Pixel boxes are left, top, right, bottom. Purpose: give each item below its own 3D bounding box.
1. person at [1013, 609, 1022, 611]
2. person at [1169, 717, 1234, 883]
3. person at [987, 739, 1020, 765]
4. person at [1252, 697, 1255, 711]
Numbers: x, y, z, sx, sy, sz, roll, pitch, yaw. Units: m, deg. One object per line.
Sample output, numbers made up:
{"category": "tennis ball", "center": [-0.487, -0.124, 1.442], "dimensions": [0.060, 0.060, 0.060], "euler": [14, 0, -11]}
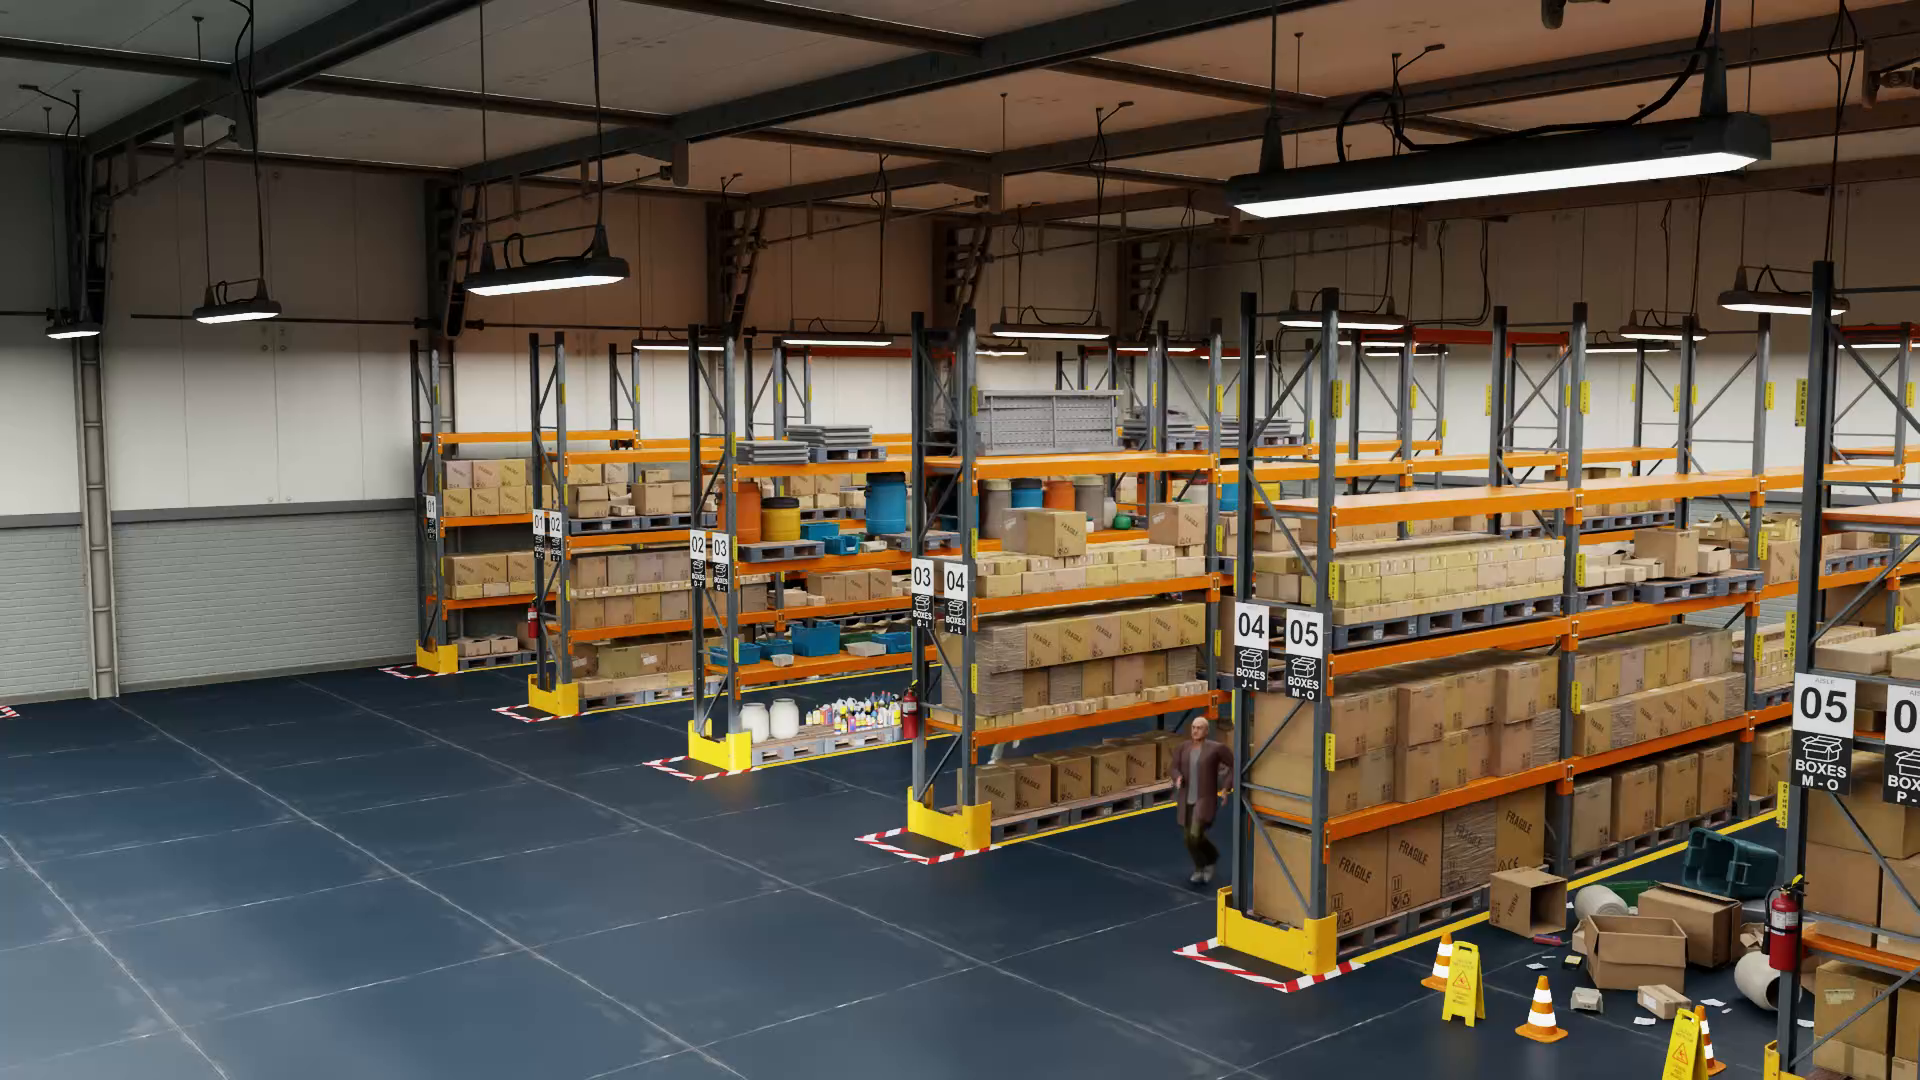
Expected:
{"category": "person", "center": [1.232, 1.509, 30.207], "dimensions": [0.611, 1.696, 0.913], "euler": [4, 7, 37]}
{"category": "person", "center": [2.452, 2.700, 17.164], "dimensions": [0.688, 1.743, 0.686], "euler": [4, 6, 35]}
{"category": "person", "center": [0.655, 2.245, 22.778], "dimensions": [0.583, 1.635, 0.894], "euler": [4, 7, 38]}
{"category": "person", "center": [4.700, 1.902, 25.976], "dimensions": [0.909, 1.767, 0.608], "euler": [-5, 7, -42]}
